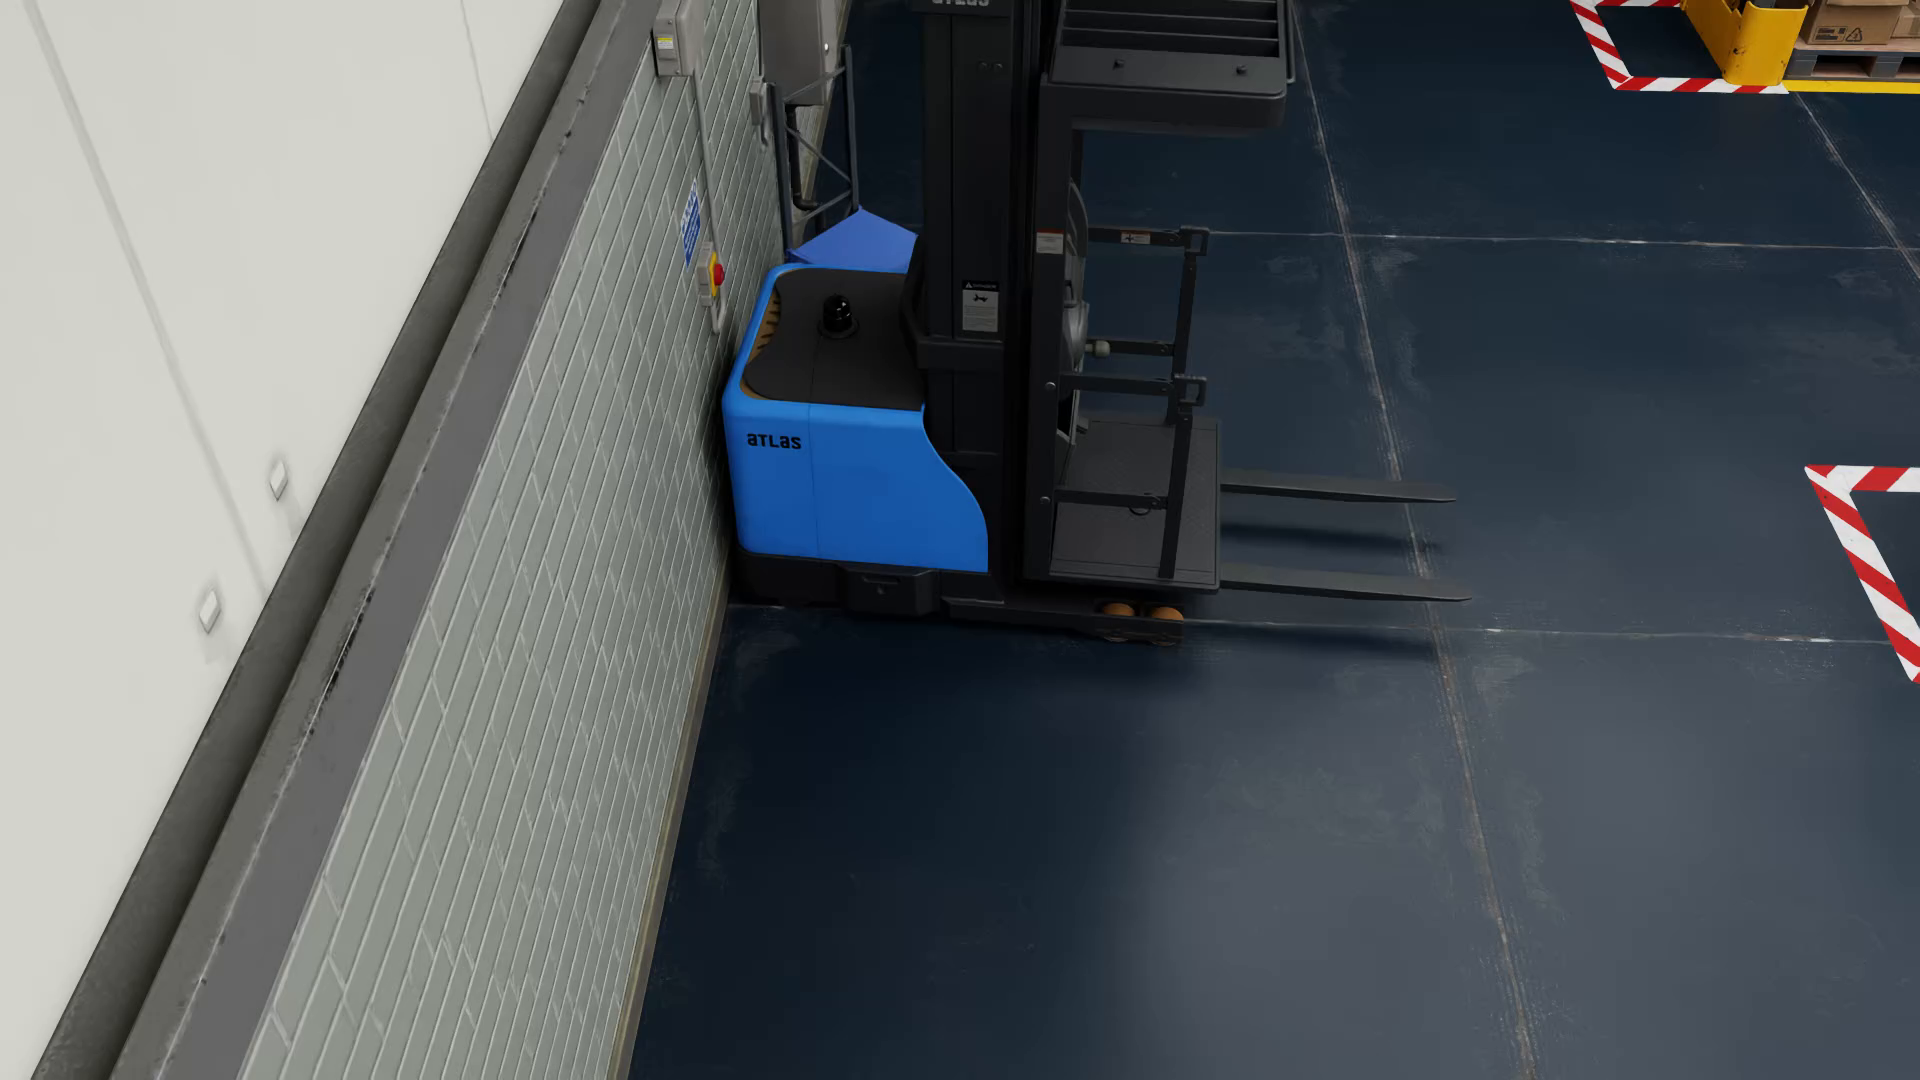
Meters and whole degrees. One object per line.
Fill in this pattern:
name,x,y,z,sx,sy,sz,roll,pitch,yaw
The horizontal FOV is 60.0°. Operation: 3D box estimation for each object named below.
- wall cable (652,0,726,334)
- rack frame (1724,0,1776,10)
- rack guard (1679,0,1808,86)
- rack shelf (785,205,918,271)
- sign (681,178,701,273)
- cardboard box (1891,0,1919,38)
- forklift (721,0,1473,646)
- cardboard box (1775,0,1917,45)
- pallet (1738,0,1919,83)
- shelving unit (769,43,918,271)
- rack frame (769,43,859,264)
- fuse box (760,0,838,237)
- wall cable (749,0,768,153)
wall cable,-0.939,-1.493,5.969,0.123,1.953,0.585,2,43,2
rack frame,4.915,-4.332,9.785,0.127,3.000,1.000,2,43,2
rack guard,4.991,-3.416,10.635,0.348,0.500,1.175,2,43,2
rack shelf,-0.273,-1.220,7.808,1.000,0.185,0.538,29,50,28
sign,-1.002,-1.177,6.201,0.001,0.218,0.327,2,43,2
cardboard box,5.944,-3.320,10.482,0.250,0.149,0.380,0,43,0
forklift,0.622,-1.022,6.282,3.031,2.935,1.130,5,43,5
cardboard box,5.522,-3.489,10.404,0.637,0.503,0.797,0,43,0
pallet,5.787,-3.286,10.708,1.213,0.211,1.003,2,43,2
shelving unit,-0.273,-1.351,7.686,1.048,1.500,0.538,29,50,28
rack frame,-0.664,-1.573,7.923,0.032,1.500,0.500,29,50,28
fuse box,-0.699,-2.064,8.296,0.414,1.711,0.539,2,43,2
wall cable,-0.887,-2.447,7.017,0.122,1.984,0.588,2,43,2
